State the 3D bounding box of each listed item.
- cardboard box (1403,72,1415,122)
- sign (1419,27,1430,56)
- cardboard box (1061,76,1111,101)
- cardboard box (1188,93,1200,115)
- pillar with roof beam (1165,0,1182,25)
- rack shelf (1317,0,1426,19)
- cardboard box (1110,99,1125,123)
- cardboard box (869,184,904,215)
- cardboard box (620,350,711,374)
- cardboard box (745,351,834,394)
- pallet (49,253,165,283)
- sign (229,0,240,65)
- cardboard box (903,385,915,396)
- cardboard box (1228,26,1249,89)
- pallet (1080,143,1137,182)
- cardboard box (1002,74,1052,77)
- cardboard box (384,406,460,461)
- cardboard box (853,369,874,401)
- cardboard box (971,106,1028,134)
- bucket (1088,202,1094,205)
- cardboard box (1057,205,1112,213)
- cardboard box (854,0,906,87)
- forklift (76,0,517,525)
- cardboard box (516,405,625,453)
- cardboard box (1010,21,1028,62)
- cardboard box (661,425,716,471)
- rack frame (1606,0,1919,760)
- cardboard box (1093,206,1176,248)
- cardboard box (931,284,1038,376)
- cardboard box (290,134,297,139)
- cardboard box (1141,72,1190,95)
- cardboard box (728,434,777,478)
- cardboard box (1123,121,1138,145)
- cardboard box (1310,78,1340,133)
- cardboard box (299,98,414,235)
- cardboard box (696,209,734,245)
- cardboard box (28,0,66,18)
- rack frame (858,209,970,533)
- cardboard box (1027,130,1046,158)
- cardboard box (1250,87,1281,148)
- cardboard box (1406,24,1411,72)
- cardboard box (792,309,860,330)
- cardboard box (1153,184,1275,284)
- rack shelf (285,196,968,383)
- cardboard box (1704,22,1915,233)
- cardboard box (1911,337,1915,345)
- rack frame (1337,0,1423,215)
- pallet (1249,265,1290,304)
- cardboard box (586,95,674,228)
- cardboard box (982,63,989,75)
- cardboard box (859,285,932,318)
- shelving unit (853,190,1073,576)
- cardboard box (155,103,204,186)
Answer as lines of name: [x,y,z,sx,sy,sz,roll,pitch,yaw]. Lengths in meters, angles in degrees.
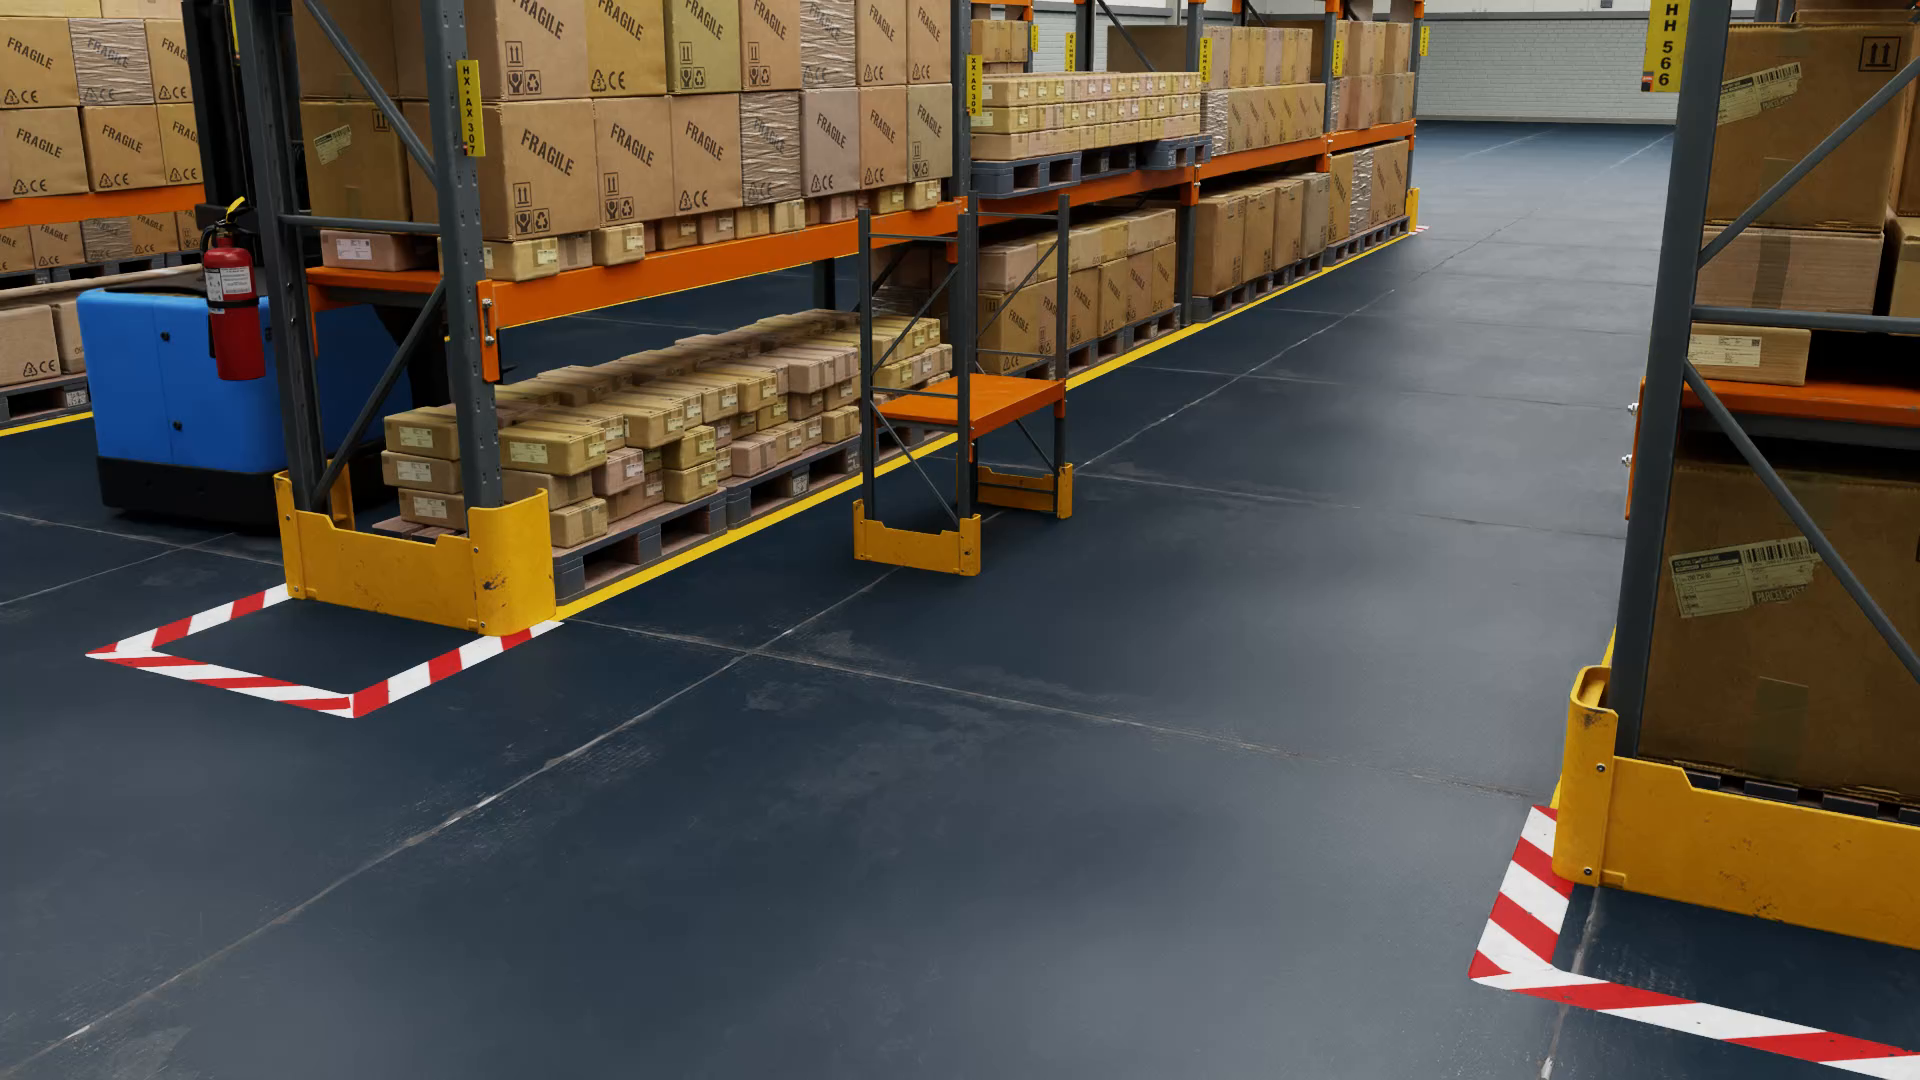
cardboard box: [4.825,-5.211,19.536,0.875,0.550,0.550,8,18,25]
sign: [5.429,-5.835,19.452,0.100,0.325,0.005,8,18,25]
cardboard box: [0.752,-2.920,10.745,0.380,0.149,0.250,9,19,27]
cardboard box: [1.562,-3.241,12.349,0.380,0.149,0.250,9,19,27]
pillar with roof beam: [9.492,-14.852,41.724,9.100,9.000,0.400,8,18,25]
rack shelf: [4.056,-5.823,17.855,1.077,0.370,4.000,8,18,25]
cardboard box: [0.872,-2.846,11.020,0.380,0.149,0.250,8,18,24]
cardboard box: [-0.521,-1.819,8.823,0.380,0.149,0.250,9,19,28]
cardboard box: [-1.472,-0.846,8.329,0.380,0.149,0.250,8,18,26]
cardboard box: [-0.855,-0.837,8.298,0.380,0.149,0.250,7,18,23]
pallet: [-8.454,-2.604,15.921,1.003,0.211,1.213,8,18,25]
sign: [-2.687,-1.946,6.218,0.100,0.325,0.005,8,18,25]
cardboard box: [-0.473,-0.818,9.280,0.380,0.149,0.250,9,19,27]
cardboard box: [2.037,-4.101,14.133,0.700,0.500,0.500,8,18,25]
pallet: [0.527,-2.600,11.346,1.003,0.211,1.213,8,18,25]
cardboard box: [0.410,-3.139,11.484,0.380,0.149,0.250,9,19,27]
cardboard box: [-2.190,-0.450,6.997,0.380,0.149,0.250,8,18,26]
cardboard box: [-0.682,-0.847,8.853,0.380,0.149,0.250,8,18,26]
cardboard box: [0.175,-2.448,9.678,0.380,0.149,0.250,8,19,26]
bucket: [1.161,-3.707,17.818,0.620,0.611,0.726,-27,30,-37]
cardboard box: [0.851,-2.419,12.736,0.500,0.250,0.500,7,18,23]
cardboard box: [-0.606,-2.566,8.440,0.500,0.500,0.500,7,18,24]
forklift: [-3.055,-1.851,8.608,1.130,2.935,3.031,6,18,20]
cardboard box: [-1.646,-0.459,7.026,0.380,0.149,0.250,8,19,26]
cardboard box: [0.444,-6.355,21.198,0.700,0.500,0.500,8,18,24]
cardboard box: [-1.321,-0.429,7.448,0.380,0.149,0.250,9,19,27]
rack frame: [2.193,-0.507,3.962,1.000,3.000,0.127,8,18,25]
cardboard box: [1.304,-2.356,12.524,0.500,0.250,0.500,8,18,24]
cardboard box: [0.155,-1.340,10.420,0.500,0.500,0.500,9,19,28]
cardboard box: [-4.453,-2.793,11.923,0.500,0.250,0.500,8,18,24]
cardboard box: [1.452,-3.320,12.094,0.380,0.149,0.250,8,18,25]
cardboard box: [-1.100,-0.413,7.915,0.380,0.149,0.250,7,18,23]
cardboard box: [0.988,-2.772,11.292,0.380,0.149,0.250,9,19,27]
cardboard box: [3.317,-4.387,16.764,0.875,0.550,0.550,8,18,25]
cardboard box: [-2.229,-1.501,6.612,0.500,0.500,0.500,9,19,26]
cardboard box: [-1.245,-1.424,7.493,0.380,0.149,0.250,8,18,24]
cardboard box: [-5.463,-3.123,9.701,0.380,0.149,0.250,8,18,25]
rack frame: [-0.189,-0.611,6.948,0.500,1.500,0.032,8,18,25]
cardboard box: [0.294,-2.376,9.961,0.380,0.149,0.250,8,19,26]
cardboard box: [2.492,-3.714,14.585,0.500,0.500,0.500,8,18,25]
cardboard box: [4.750,-5.739,19.418,0.875,0.550,0.550,8,18,25]
cardboard box: [-0.751,-1.241,9.658,0.380,0.149,0.250,9,19,28]
cardboard box: [2.116,-2.691,14.529,1.050,0.750,0.750,8,19,26]
rack shelf: [-1.306,-1.328,7.991,1.077,0.370,4.000,8,18,25]
cardboard box: [2.175,-1.094,4.365,0.500,0.500,0.500,8,18,26]
cardboard box: [2.990,-0.632,4.825,0.380,0.149,0.250,8,18,25]
rack frame: [4.950,-5.239,19.895,1.000,3.000,0.127,8,18,25]
pallet: [2.341,-2.365,15.117,1.003,0.211,1.213,8,18,25]
cardboard box: [-1.535,-1.573,6.853,0.500,0.500,0.500,8,18,25]
cardboard box: [0.026,-5.606,20.433,0.500,0.500,0.500,8,18,25]
cardboard box: [-0.307,-1.406,10.642,0.500,0.500,0.500,8,18,24]
shelving unit: [0.034,-0.738,7.376,0.587,1.500,1.083,8,18,25]
cardboard box: [-5.089,-2.552,10.672,0.500,0.500,0.500,8,18,24]
